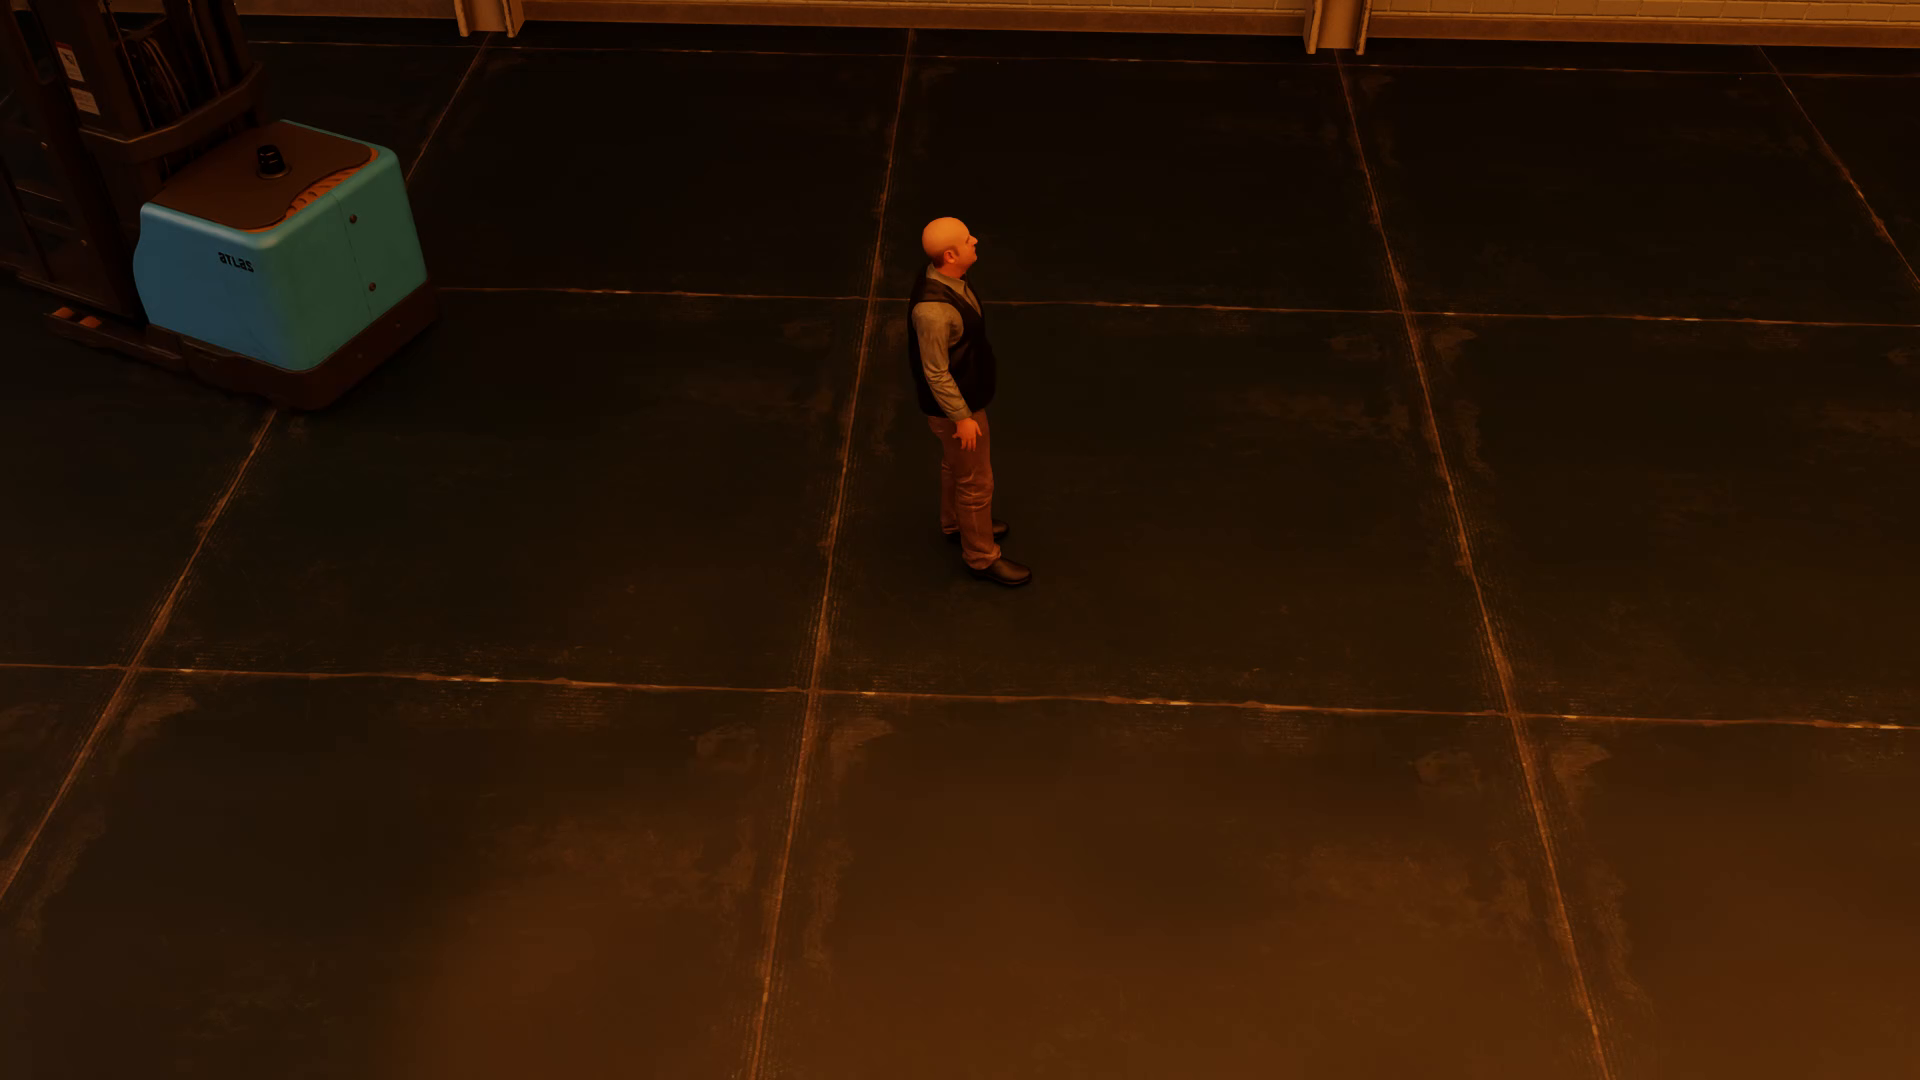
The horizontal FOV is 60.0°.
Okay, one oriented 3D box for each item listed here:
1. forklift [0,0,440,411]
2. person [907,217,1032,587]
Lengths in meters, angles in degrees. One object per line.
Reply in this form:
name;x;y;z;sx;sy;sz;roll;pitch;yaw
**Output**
forklift;-4.424;-2.432;8.406;3.031;2.935;1.130;18;45;19
person;0.061;-0.634;7.323;0.568;1.720;0.632;2;42;2
